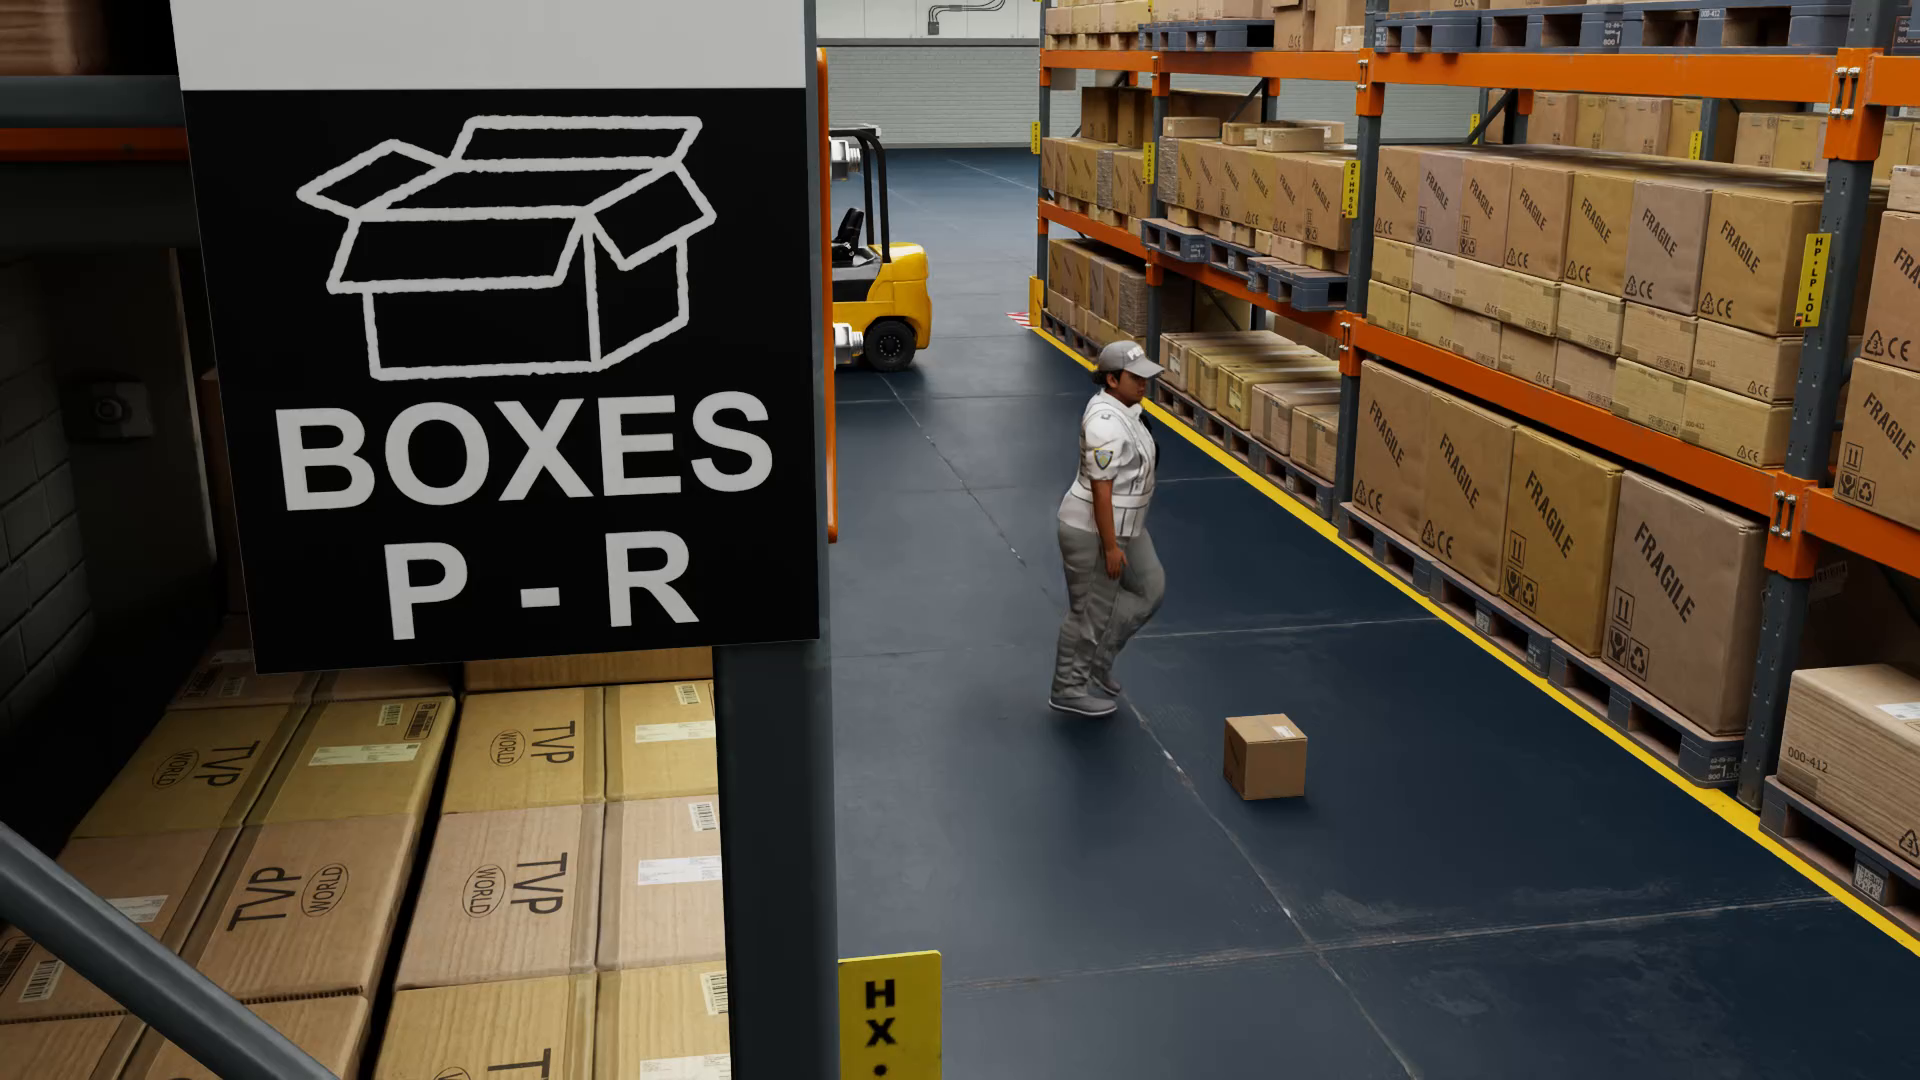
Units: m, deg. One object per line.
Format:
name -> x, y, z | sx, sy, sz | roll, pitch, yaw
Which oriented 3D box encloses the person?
person -> 0.632, -0.034, 7.103 | 0.469, 1.669, 0.542 | 4, 17, 15
